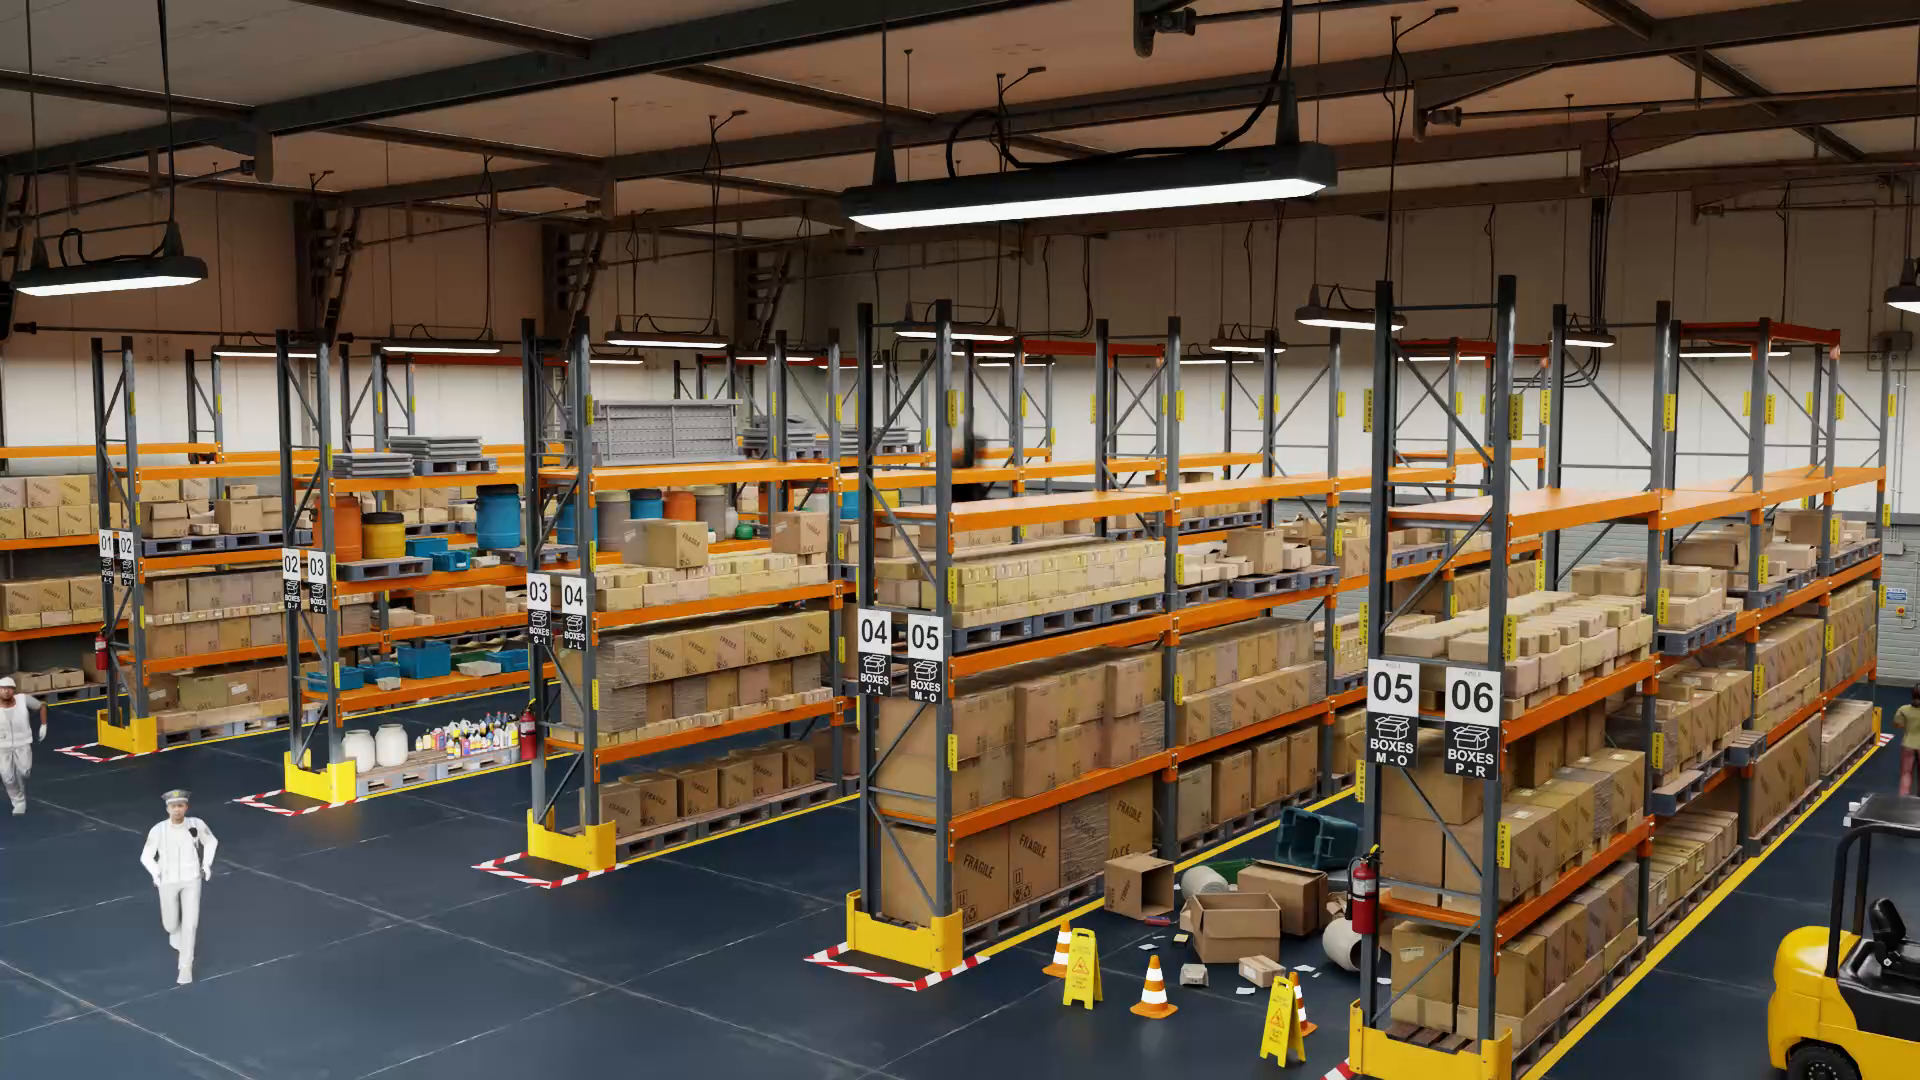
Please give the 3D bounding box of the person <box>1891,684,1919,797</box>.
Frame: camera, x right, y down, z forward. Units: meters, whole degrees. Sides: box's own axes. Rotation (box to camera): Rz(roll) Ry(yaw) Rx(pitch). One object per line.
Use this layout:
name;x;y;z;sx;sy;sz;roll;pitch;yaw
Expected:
person;11.574;2.524;20.115;0.575;1.582;0.805;4;6;35

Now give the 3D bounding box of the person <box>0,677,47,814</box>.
person;-11.597;2.534;20.397;0.732;1.722;0.649;-3;6;-31

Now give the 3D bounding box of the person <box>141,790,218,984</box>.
person;-6.970;3.047;14.883;0.627;1.677;0.795;-2;6;-25
